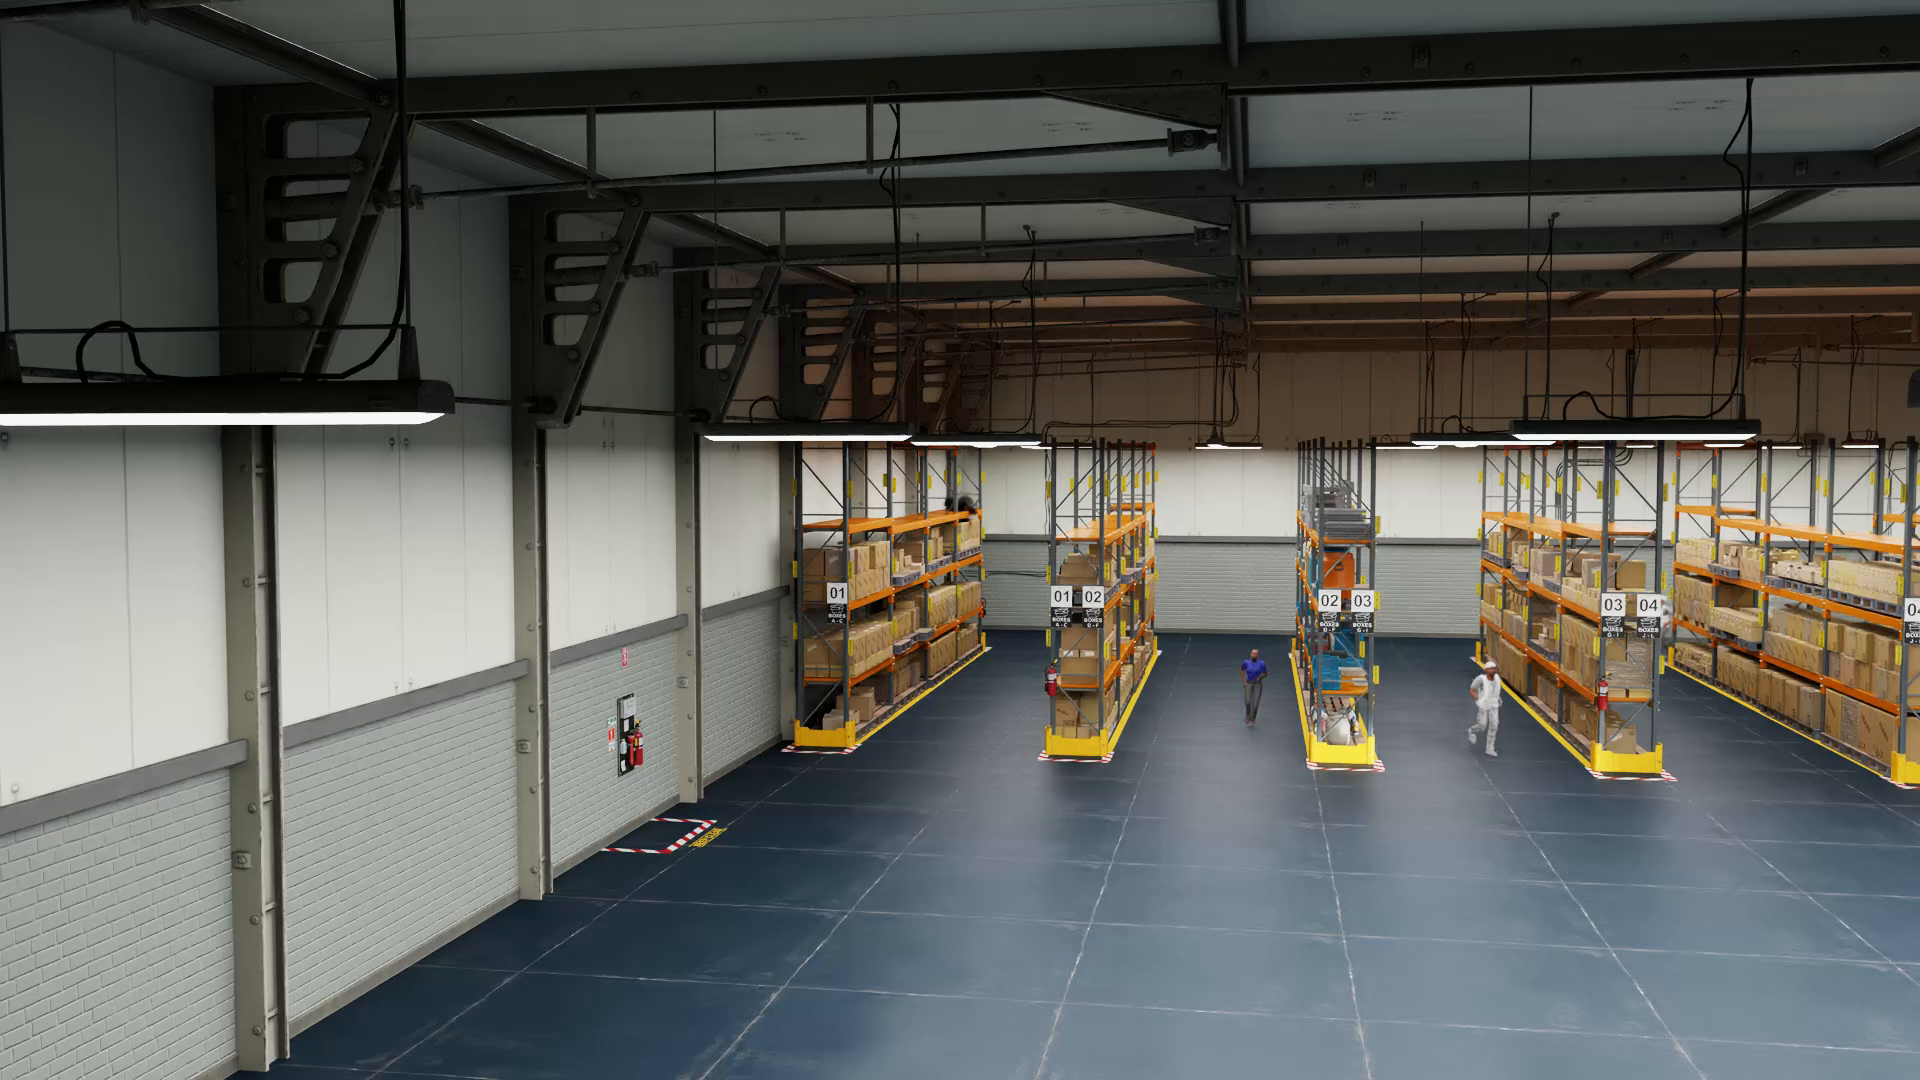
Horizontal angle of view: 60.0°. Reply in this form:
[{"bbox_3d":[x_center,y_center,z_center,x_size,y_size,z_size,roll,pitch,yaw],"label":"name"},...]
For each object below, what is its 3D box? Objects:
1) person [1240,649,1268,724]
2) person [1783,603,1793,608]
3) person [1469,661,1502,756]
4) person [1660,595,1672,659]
[{"bbox_3d":[6.130,3.066,34.711,0.571,1.609,0.644,1,3,10],"label":"person"},{"bbox_3d":[22.642,2.529,45.281,0.849,1.628,0.550,1,3,10],"label":"person"},{"bbox_3d":[10.016,3.177,31.658,0.706,1.766,0.892,-1,3,-17],"label":"person"},{"bbox_3d":[19.175,2.393,45.501,0.942,1.772,0.687,-1,3,-10],"label":"person"}]
